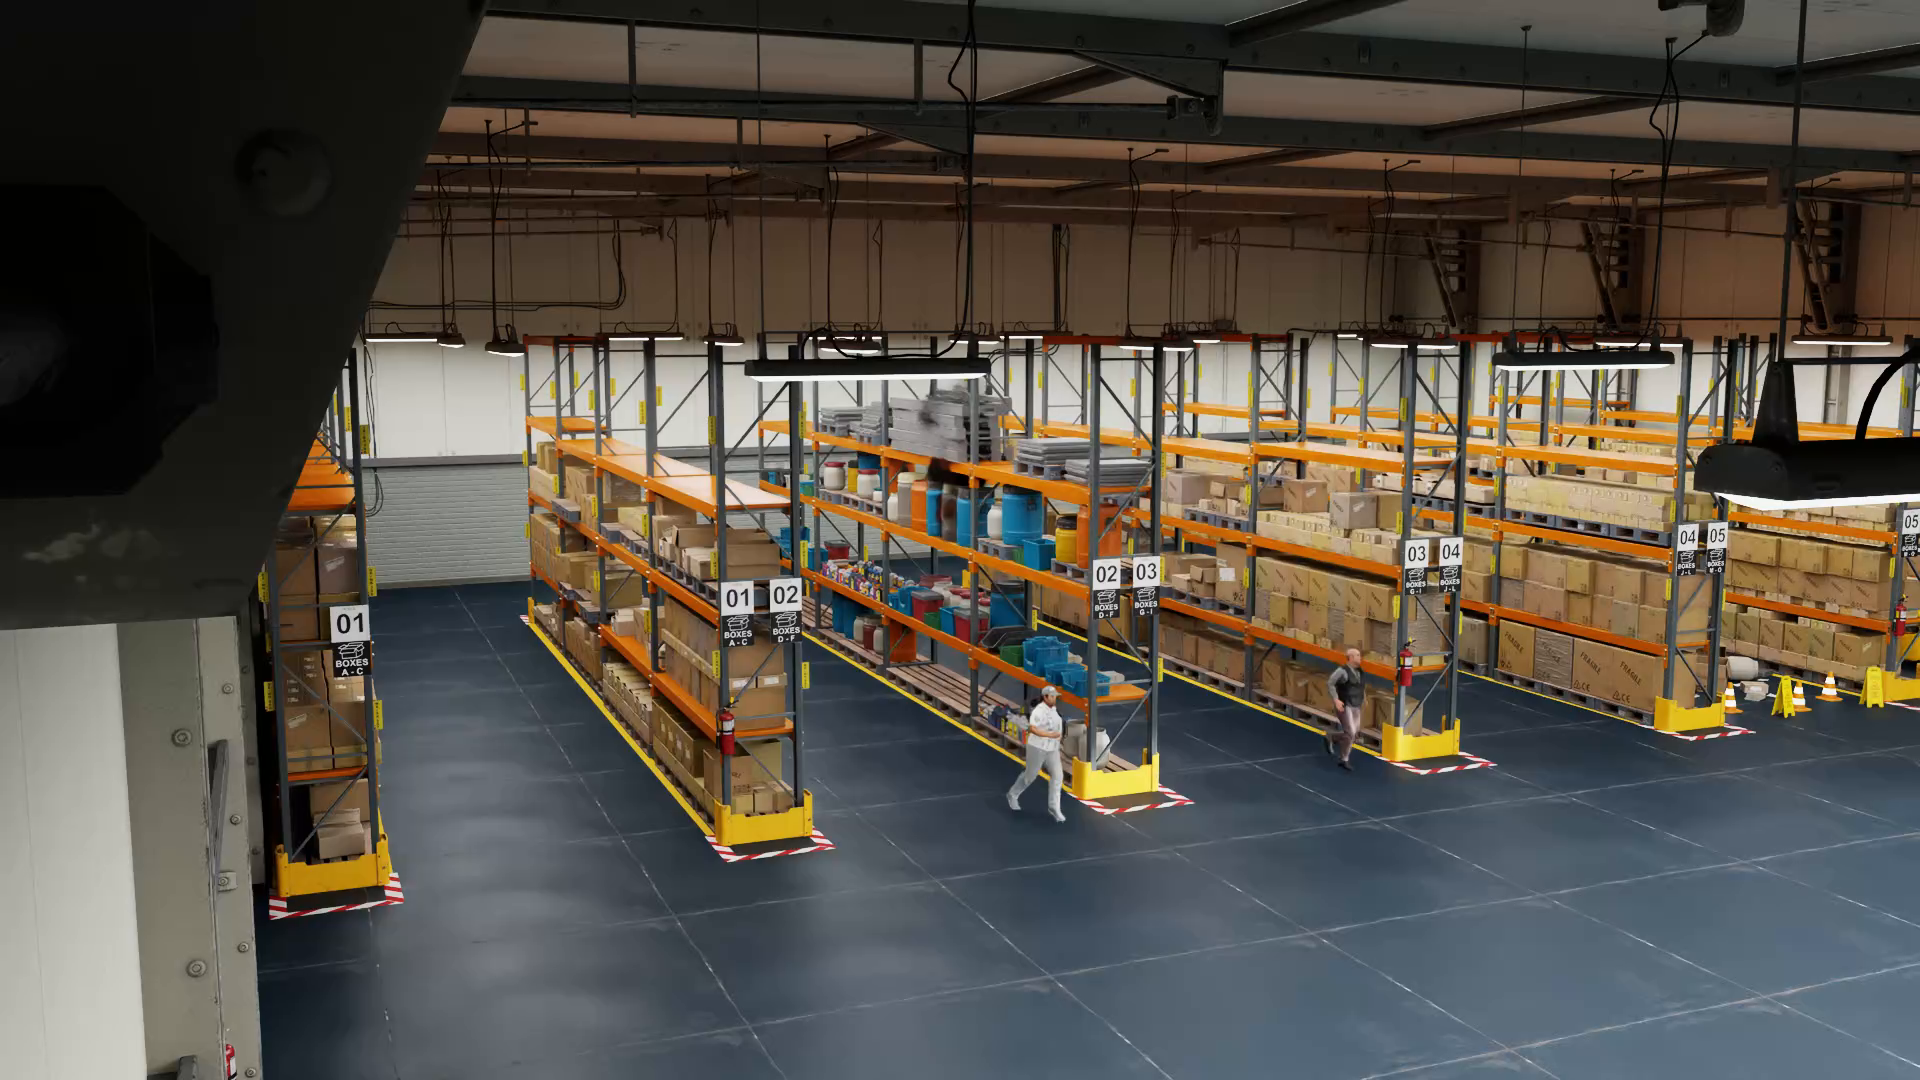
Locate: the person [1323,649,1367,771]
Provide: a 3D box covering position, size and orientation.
[{"bbox_3d":[5.506,2.375,23.701,0.699,1.677,0.713,-5,9,-34],"label":"person"}]

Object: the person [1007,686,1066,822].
[{"bbox_3d":[1.058,2.696,21.295,0.898,1.672,0.638,6,10,39],"label":"person"}]
